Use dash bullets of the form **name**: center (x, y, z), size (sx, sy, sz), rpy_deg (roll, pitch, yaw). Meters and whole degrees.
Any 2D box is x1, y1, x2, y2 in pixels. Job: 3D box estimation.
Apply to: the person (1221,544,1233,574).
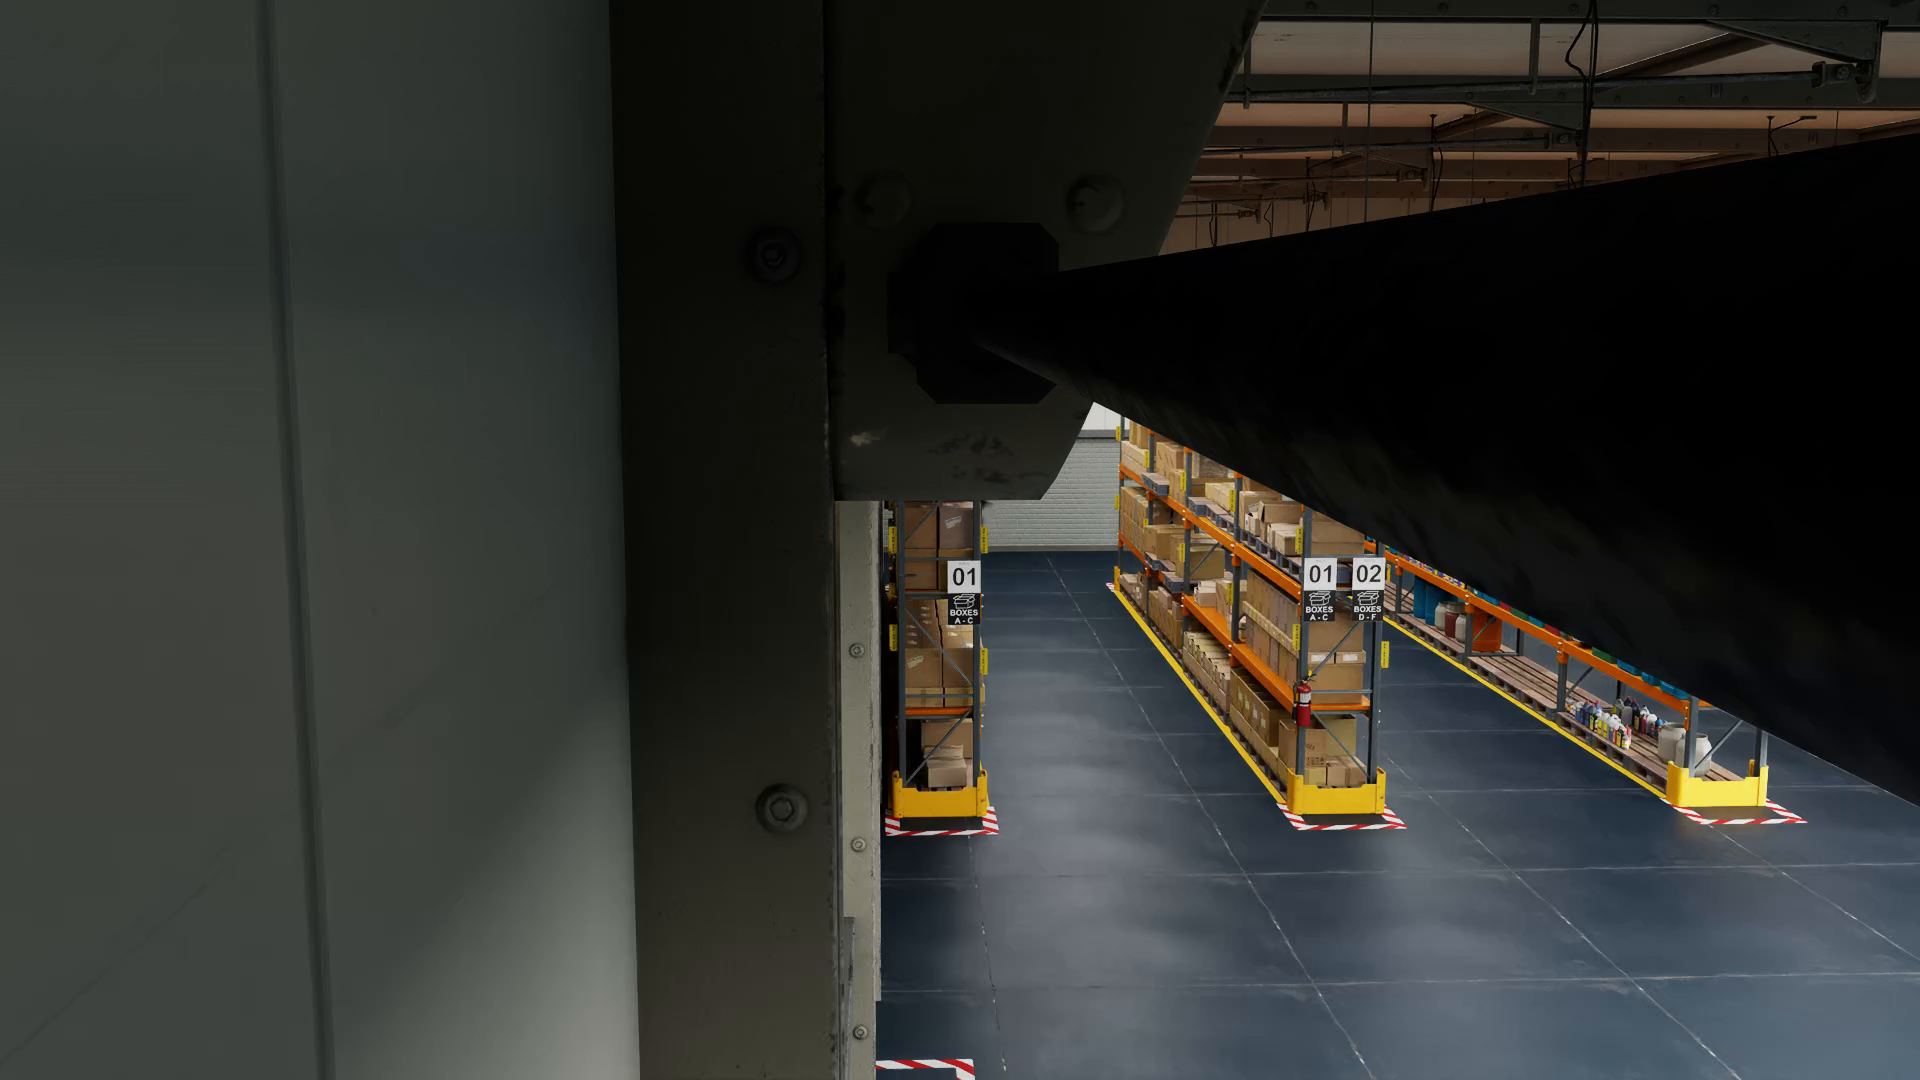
- **person**: center (5.724, 0.315, 36.103), size (0.676, 1.702, 0.740), rpy_deg (-3, 9, -19)
